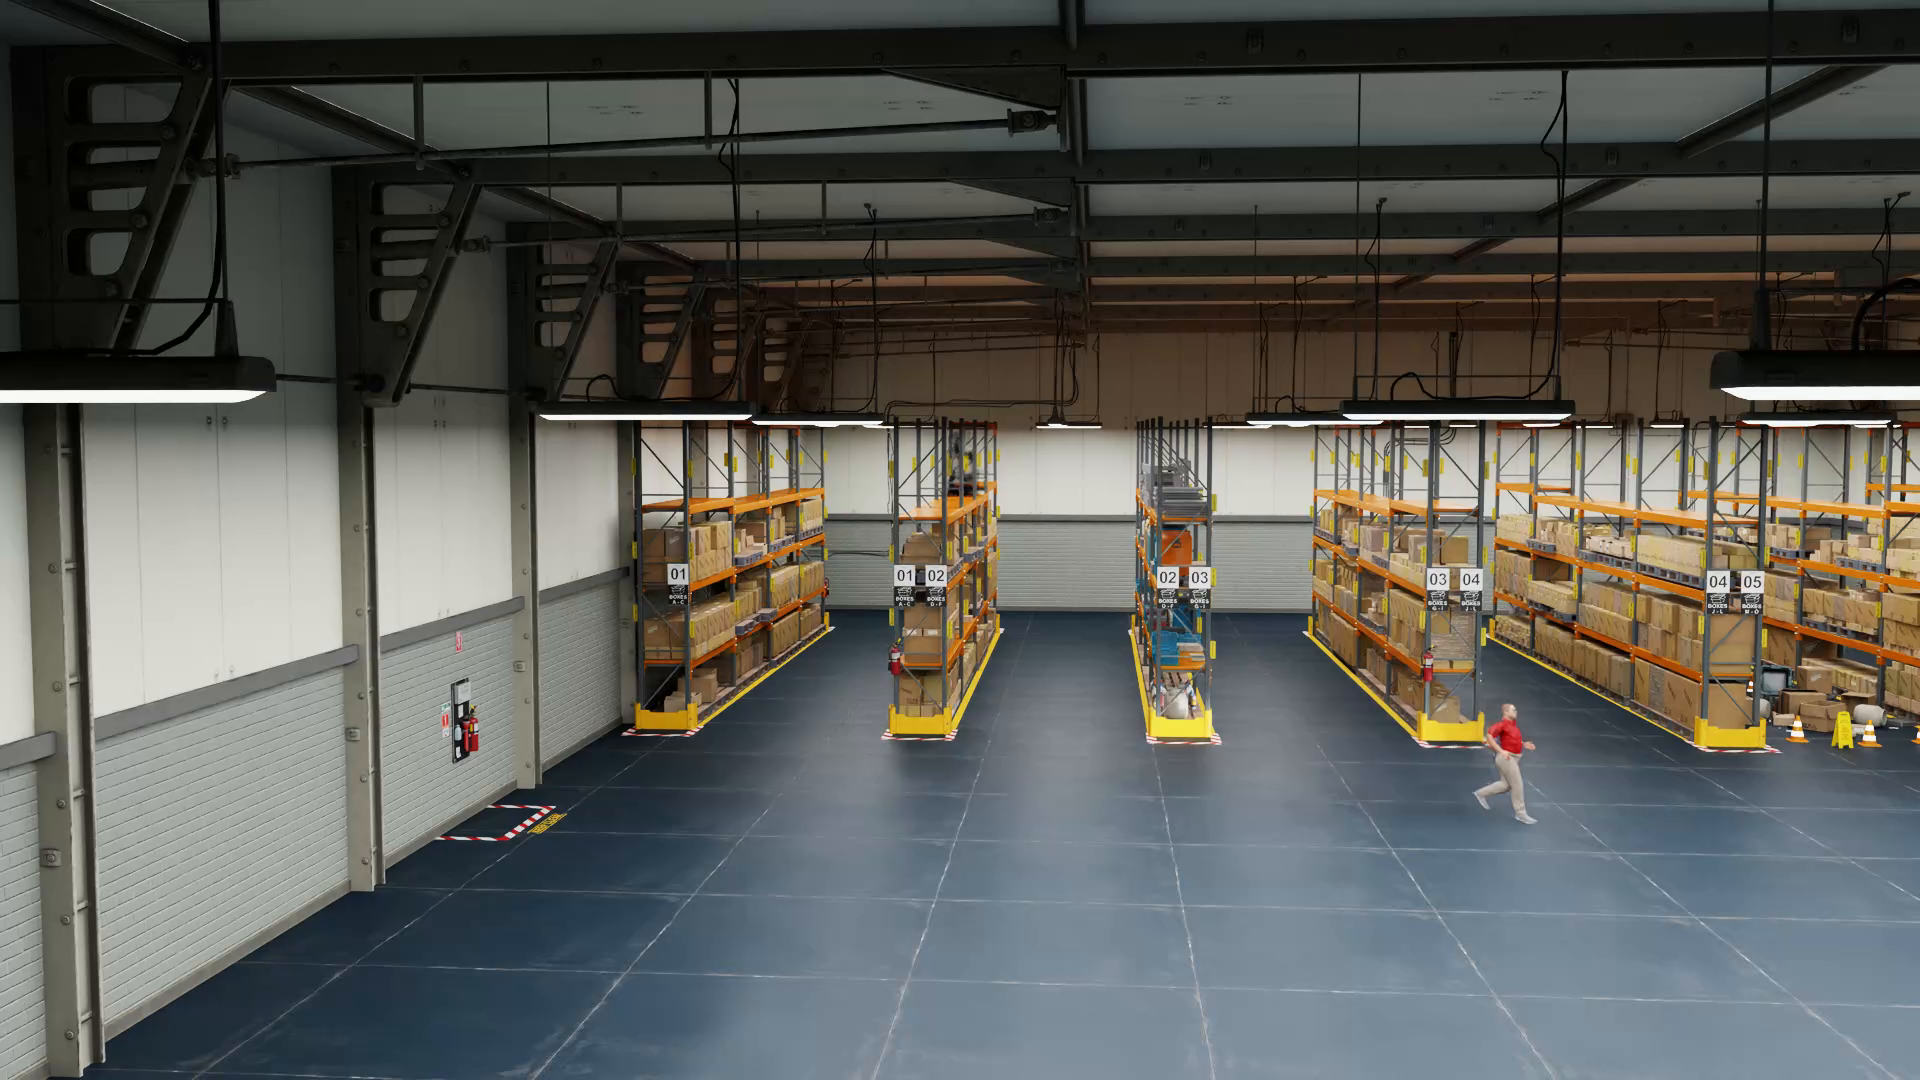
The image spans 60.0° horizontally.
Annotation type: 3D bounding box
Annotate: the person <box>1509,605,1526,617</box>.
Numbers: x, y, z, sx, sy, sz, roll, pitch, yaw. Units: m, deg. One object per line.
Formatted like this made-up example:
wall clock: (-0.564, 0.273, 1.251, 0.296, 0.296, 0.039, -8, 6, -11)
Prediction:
person: (16.015, 1.805, 47.306, 0.961, 1.745, 0.581, 0, 4, -2)

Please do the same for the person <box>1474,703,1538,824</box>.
person: (8.044, 3.270, 24.497, 0.951, 1.737, 0.664, 2, 4, 31)
